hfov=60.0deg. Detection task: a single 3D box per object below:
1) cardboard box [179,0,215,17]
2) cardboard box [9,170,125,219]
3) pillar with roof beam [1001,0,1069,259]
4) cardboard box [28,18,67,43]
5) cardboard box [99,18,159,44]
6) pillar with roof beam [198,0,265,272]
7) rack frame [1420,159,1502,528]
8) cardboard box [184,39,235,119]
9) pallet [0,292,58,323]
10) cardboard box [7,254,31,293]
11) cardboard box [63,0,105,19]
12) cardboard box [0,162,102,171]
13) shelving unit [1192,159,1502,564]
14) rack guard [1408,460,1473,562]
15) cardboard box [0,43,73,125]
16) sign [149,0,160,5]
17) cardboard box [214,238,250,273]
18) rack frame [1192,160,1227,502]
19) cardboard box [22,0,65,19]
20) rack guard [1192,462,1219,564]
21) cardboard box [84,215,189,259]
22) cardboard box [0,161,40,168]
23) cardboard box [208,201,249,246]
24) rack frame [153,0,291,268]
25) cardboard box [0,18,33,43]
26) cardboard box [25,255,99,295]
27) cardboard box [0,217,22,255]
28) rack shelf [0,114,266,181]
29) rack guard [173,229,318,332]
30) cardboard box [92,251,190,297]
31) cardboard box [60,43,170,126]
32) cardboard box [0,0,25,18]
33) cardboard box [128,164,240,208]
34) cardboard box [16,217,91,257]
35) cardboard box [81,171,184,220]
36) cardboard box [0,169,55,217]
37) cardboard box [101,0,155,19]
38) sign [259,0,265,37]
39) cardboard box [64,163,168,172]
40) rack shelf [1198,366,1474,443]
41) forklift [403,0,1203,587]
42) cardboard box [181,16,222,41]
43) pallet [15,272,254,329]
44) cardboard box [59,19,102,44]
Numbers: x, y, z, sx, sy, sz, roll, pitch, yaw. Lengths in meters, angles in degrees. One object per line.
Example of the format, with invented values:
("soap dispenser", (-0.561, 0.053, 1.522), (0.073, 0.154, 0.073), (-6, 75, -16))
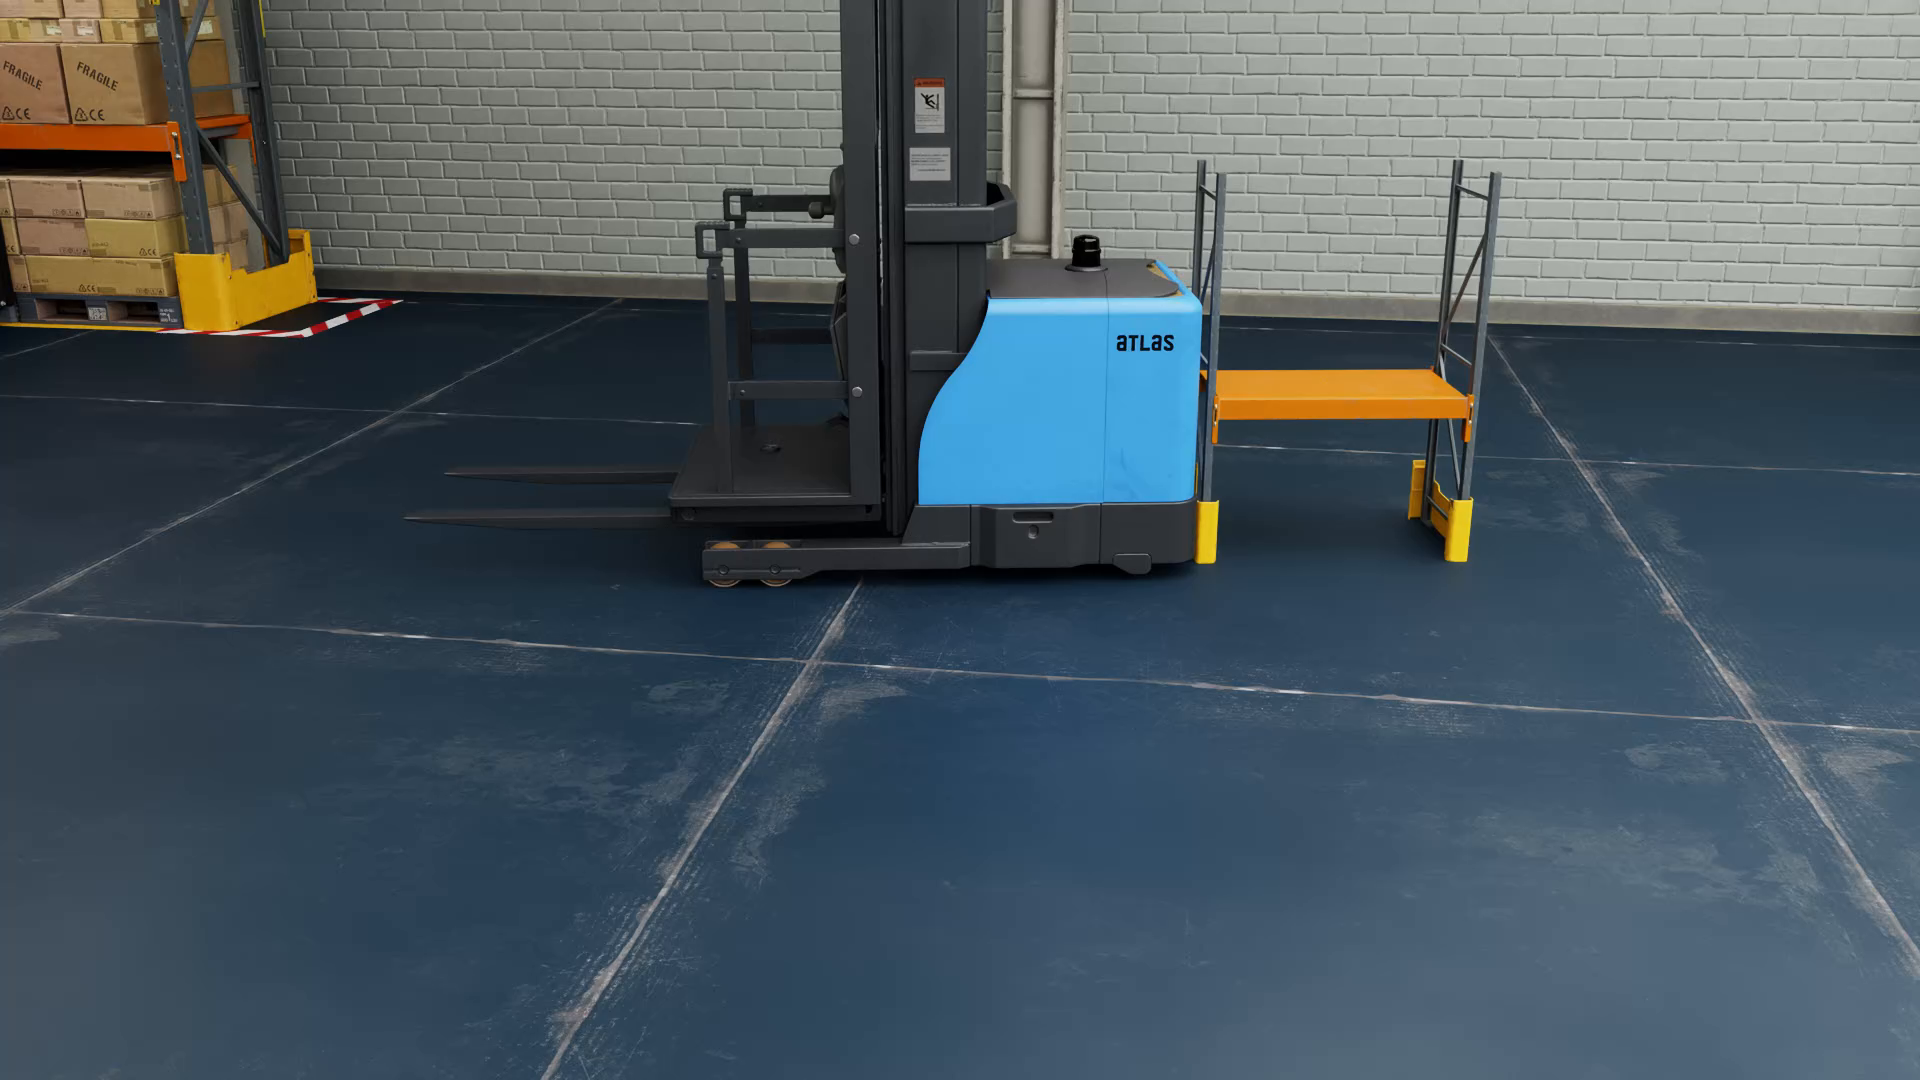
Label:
("cardboard box", (-5.180, -3.556, 11.056), (0.250, 0.149, 0.380), (3, 19, 8))
("cardboard box", (-5.891, -2.295, 11.031), (0.500, 0.250, 0.500), (3, 19, 10))
("pillar with roof beam", (-0.185, -4.488, 6.035), (0.400, 9.000, 9.100), (3, 19, 9))
("cardboard box", (-5.772, -3.297, 10.749), (0.250, 0.149, 0.380), (3, 19, 10))
("cardboard box", (-5.269, -3.261, 10.642), (0.250, 0.149, 0.380), (3, 19, 9))
("pillar with roof beam", (-6.109, -4.790, 6.937), (0.400, 9.000, 9.100), (3, 19, 9))
("rack frame", (1.974, -0.719, 6.588), (0.032, 1.500, 0.500), (0, 19, -1))
("cardboard box", (-5.327, -3.136, 11.290), (0.500, 0.500, 0.500), (4, 19, 10))
("pallet", (-6.845, -1.742, 11.675), (1.213, 0.211, 1.003), (3, 19, 9))
("cardboard box", (-6.378, -1.852, 11.283), (0.500, 0.250, 0.500), (3, 19, 9))
("cardboard box", (-5.518, -3.427, 10.670), (0.250, 0.149, 0.380), (3, 19, 9))
("cardboard box", (-6.313, -2.482, 11.589), (0.500, 0.250, 0.500), (3, 19, 8))
("shelving unit", (1.457, -0.715, 6.577), (1.083, 1.500, 0.587), (0, 19, -1))
("rack guard", (1.955, -0.126, 6.785), (0.087, 0.250, 0.587), (0, 19, -1))
("cardboard box", (-5.920, -2.995, 10.870), (0.500, 0.500, 0.500), (4, 19, 10))
("sign", (-4.982, -3.469, 10.244), (0.005, 0.325, 0.100), (3, 19, 9))
("cardboard box", (-5.336, -1.958, 11.598), (0.500, 0.250, 0.500), (3, 19, 9))
("rack frame", (0.958, -0.712, 6.567), (0.032, 1.500, 0.500), (0, 19, -1))
("cardboard box", (-5.780, -3.432, 10.684), (0.250, 0.149, 0.380), (3, 19, 10))
("rack guard", (0.959, -0.119, 6.765), (0.087, 0.250, 0.587), (0, 19, -1))
("cardboard box", (-5.412, -2.035, 11.042), (0.500, 0.250, 0.500), (3, 19, 8))
("cardboard box", (-6.817, -2.510, 11.673), (0.500, 0.250, 0.500), (3, 19, 8))
("cardboard box", (-5.313, -2.197, 11.527), (0.500, 0.250, 0.500), (3, 19, 10))
("rack frame", (-4.882, -2.976, 10.971), (0.127, 3.000, 1.000), (3, 19, 9))
("cardboard box", (-6.015, -3.313, 10.797), (0.250, 0.149, 0.380), (3, 19, 8))
("cardboard box", (-5.886, -1.824, 11.200), (0.500, 0.250, 0.500), (3, 19, 9))
("cardboard box", (-6.419, -2.083, 11.186), (0.500, 0.250, 0.500), (2, 19, 7))
("rack shelf", (-6.857, -2.736, 11.386), (4.000, 0.370, 1.077), (3, 19, 9))
("rack guard", (-4.858, -1.790, 11.364), (0.348, 0.500, 1.175), (3, 19, 9))
("cardboard box", (-5.396, -1.796, 11.116), (0.500, 0.250, 0.500), (3, 19, 9))
("cardboard box", (-5.410, -2.966, 10.784), (0.500, 0.500, 0.500), (3, 19, 7))
("cardboard box", (-6.014, -3.468, 10.791), (0.250, 0.149, 0.380), (3, 19, 9))
("cardboard box", (-5.327, -2.429, 11.432), (0.500, 0.250, 0.500), (3, 19, 8))
("cardboard box", (-5.906, -2.064, 11.128), (0.500, 0.250, 0.500), (3, 19, 8))
("cardboard box", (-5.386, -2.271, 10.960), (0.500, 0.250, 0.500), (4, 19, 10))
("cardboard box", (-6.391, -2.317, 11.098), (0.500, 0.250, 0.500), (3, 19, 9))
("cardboard box", (-5.269, -3.425, 10.662), (0.250, 0.149, 0.380), (3, 19, 9))
("sign", (-4.788, -3.598, 11.340), (0.005, 0.325, 0.100), (3, 19, 9))
("cardboard box", (-5.820, -2.453, 11.504), (0.500, 0.250, 0.500), (3, 19, 9))
("rack shelf", (1.466, -0.545, 6.634), (1.000, 0.185, 0.538), (0, 19, -1))
("forklift", (-0.626, -1.383, 6.317), (3.031, 2.935, 1.130), (-1, 19, -2))
("cardboard box", (-5.176, -3.430, 11.147), (0.250, 0.149, 0.380), (2, 19, 7))
("pallet", (-5.644, -1.679, 11.490), (1.213, 0.211, 1.003), (3, 19, 9))
("cardboard box", (-5.526, -3.265, 10.653), (0.250, 0.149, 0.380), (3, 19, 10))
